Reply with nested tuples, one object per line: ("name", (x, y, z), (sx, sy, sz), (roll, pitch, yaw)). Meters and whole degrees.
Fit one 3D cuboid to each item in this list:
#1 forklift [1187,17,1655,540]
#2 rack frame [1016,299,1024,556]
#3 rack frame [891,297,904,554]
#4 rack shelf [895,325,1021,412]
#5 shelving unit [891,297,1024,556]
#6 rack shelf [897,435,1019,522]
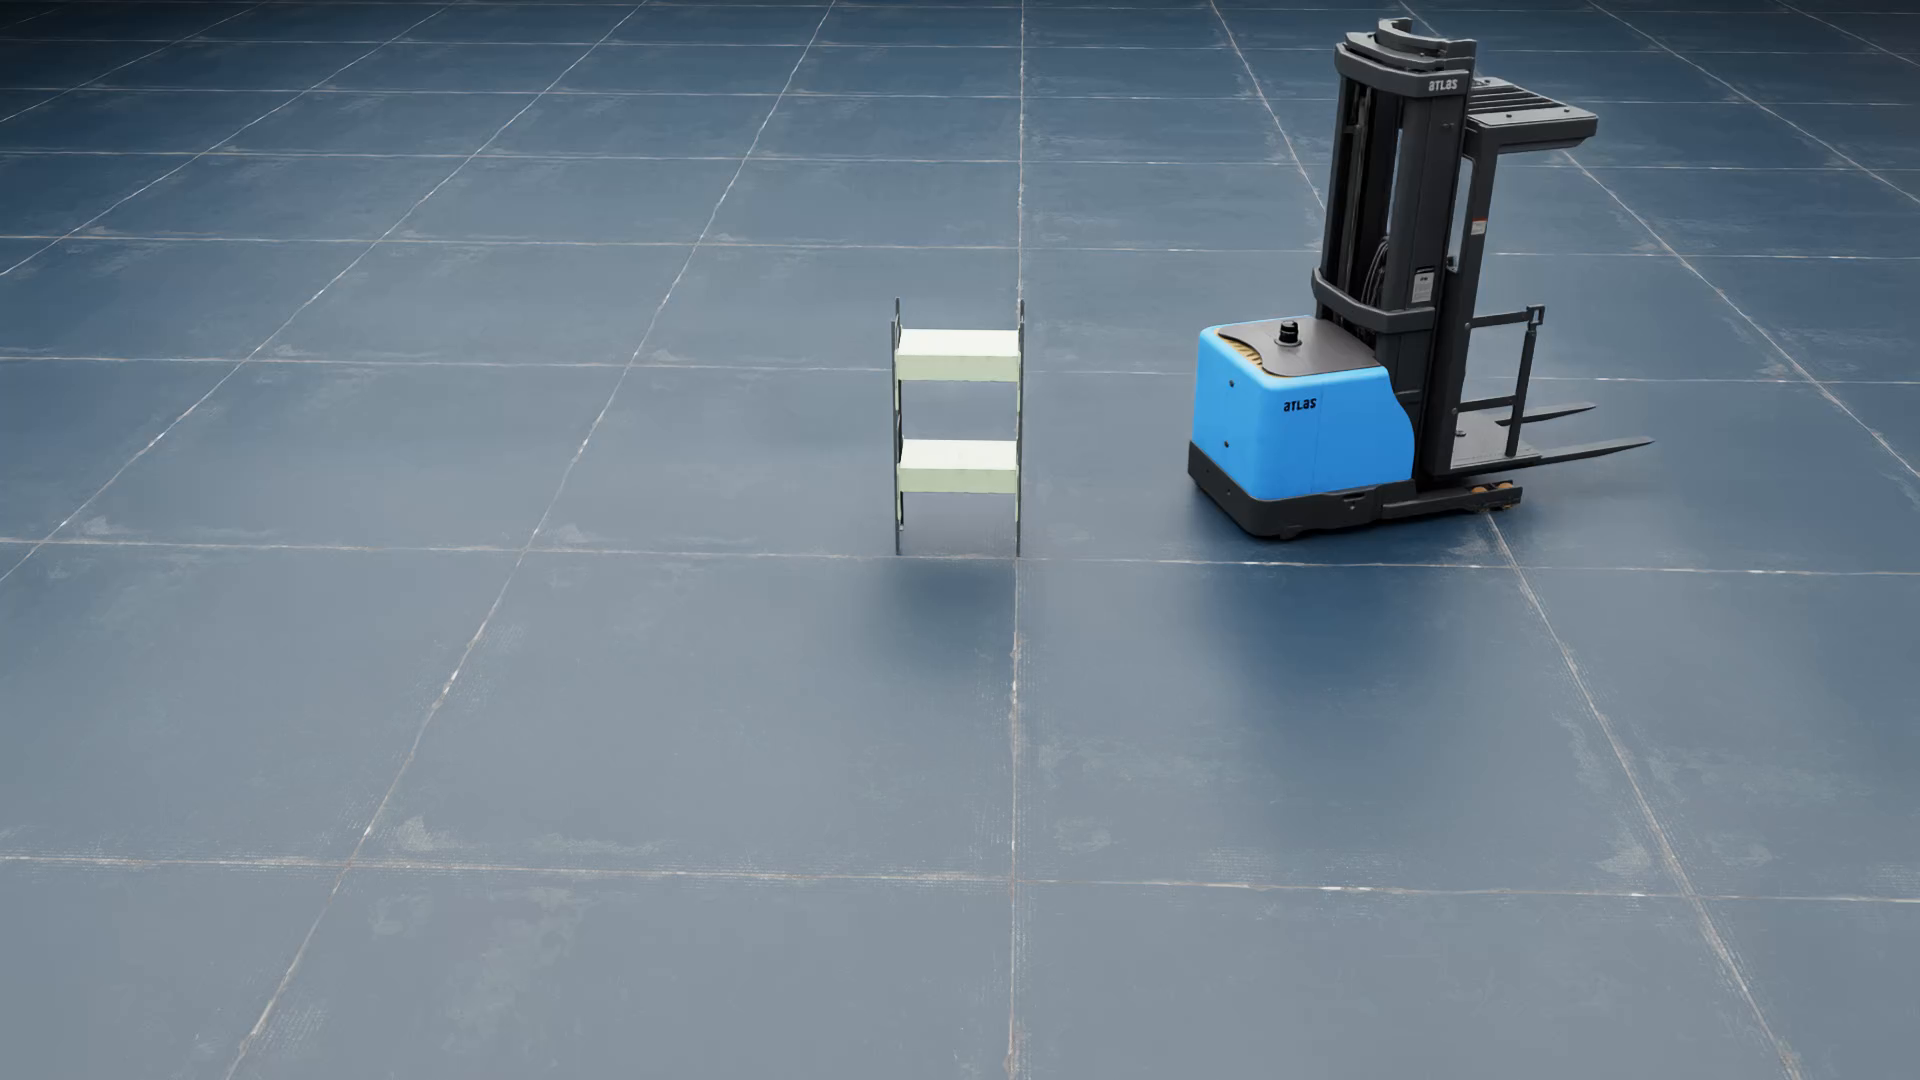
("forklift", (3.075, -1.691, 10.335), (3.031, 2.935, 1.130), (-9, 29, -16))
("rack frame", (0.359, -0.657, 9.913), (0.023, 1.500, 0.400), (1, 28, 2))
("rack frame", (-0.372, -0.669, 9.935), (0.023, 1.500, 0.400), (1, 28, 2))
("rack shelf", (-0.007, -1.008, 9.741), (0.720, 0.370, 0.431), (1, 28, 2))
("shelving unit", (-0.007, -0.663, 9.924), (0.755, 1.500, 0.431), (1, 28, 2))
("rack shelf", (-0.007, -0.375, 10.077), (0.720, 0.370, 0.431), (1, 28, 2))
